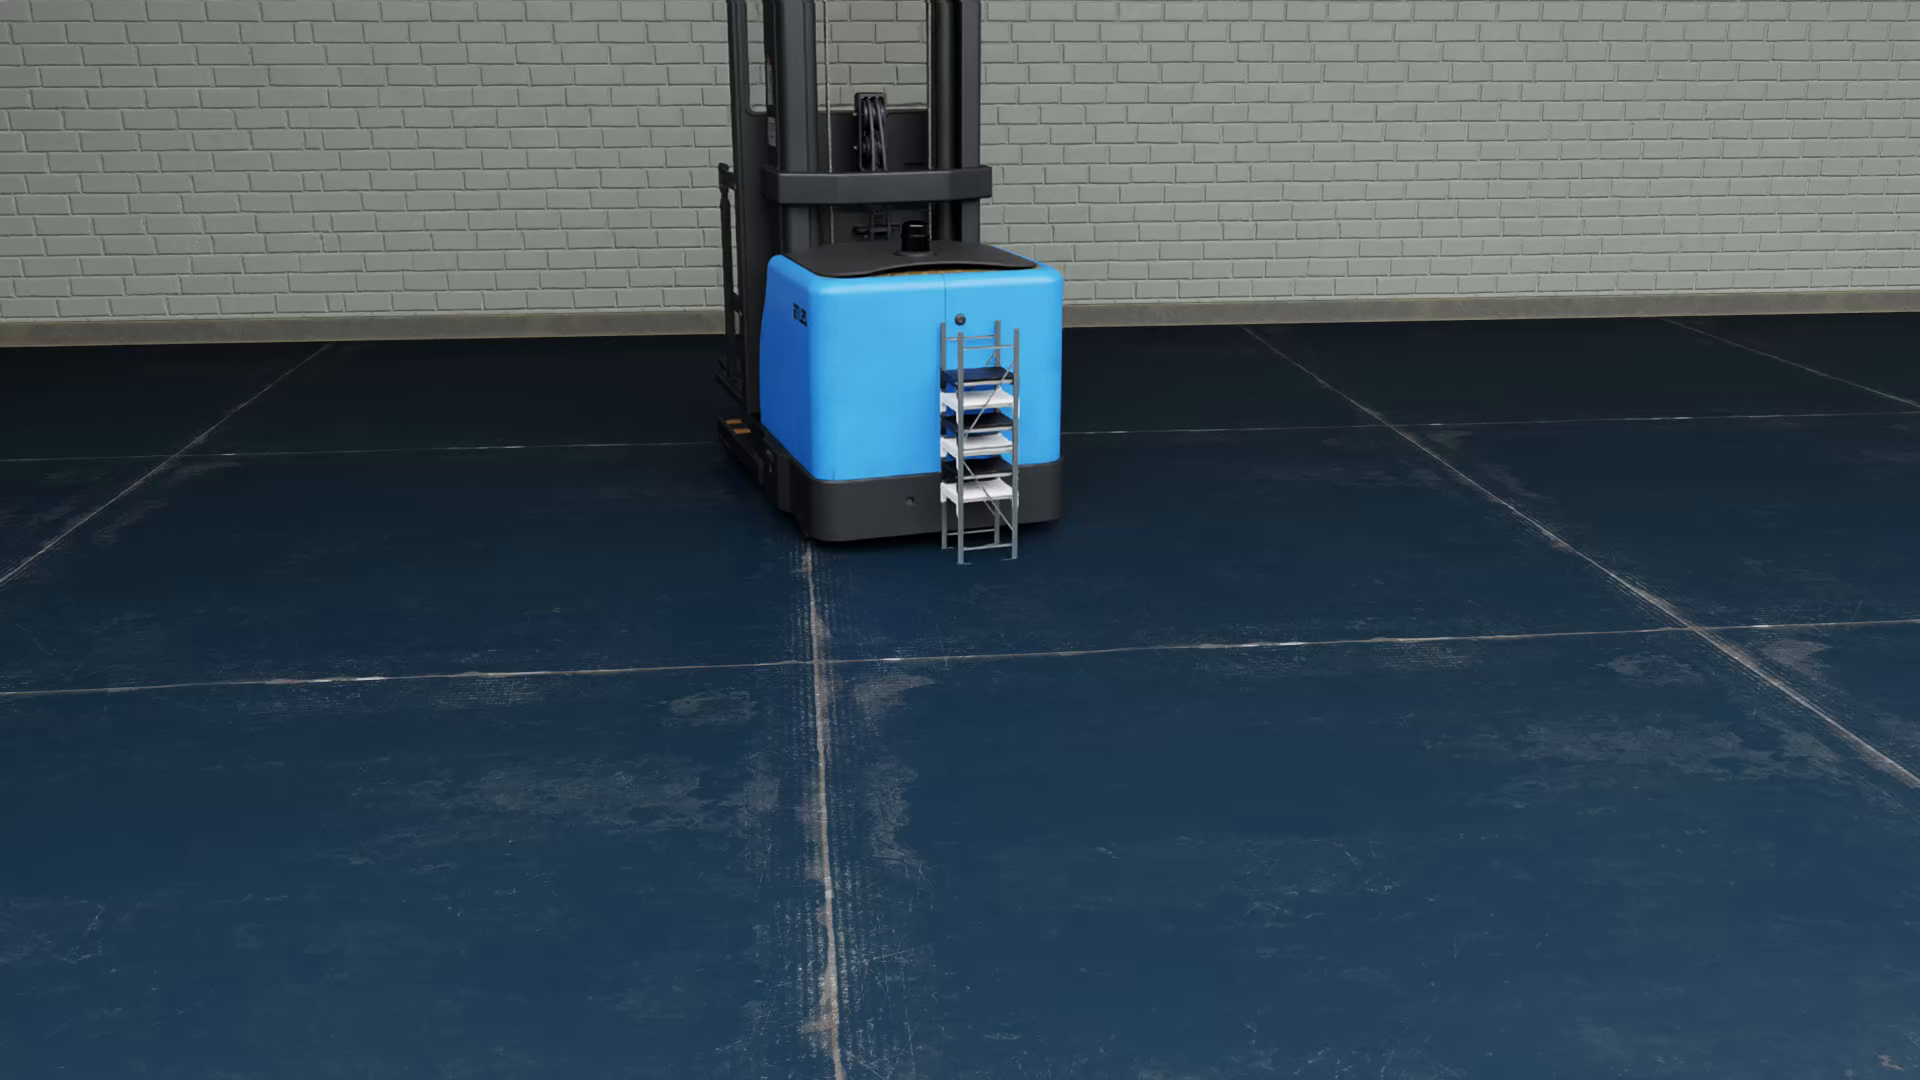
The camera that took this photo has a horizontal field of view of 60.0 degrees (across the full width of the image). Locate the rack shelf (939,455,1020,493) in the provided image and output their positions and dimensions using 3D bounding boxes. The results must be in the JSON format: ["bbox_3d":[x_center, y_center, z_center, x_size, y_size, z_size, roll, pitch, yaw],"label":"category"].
[{"bbox_3d":[0.074,-0.255,6.399,0.258,0.077,0.200,-6,18,-18],"label":"rack shelf"}]

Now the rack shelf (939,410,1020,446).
[{"bbox_3d":[0.074,-0.427,6.345,0.258,0.077,0.200,-6,18,-18],"label":"rack shelf"}]

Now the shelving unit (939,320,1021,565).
[{"bbox_3d":[0.074,-0.373,6.362,0.258,0.900,0.210,-6,18,-18],"label":"shelving unit"}]

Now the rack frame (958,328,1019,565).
[{"bbox_3d":[0.106,-0.344,6.270,0.240,0.900,0.006,-6,18,-18],"label":"rack frame"}]

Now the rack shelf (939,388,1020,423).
[{"bbox_3d":[0.074,-0.513,6.318,0.258,0.077,0.200,-6,18,-18],"label":"rack shelf"}]

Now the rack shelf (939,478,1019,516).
[{"bbox_3d":[0.074,-0.169,6.426,0.258,0.077,0.200,-6,18,-18],"label":"rack shelf"}]

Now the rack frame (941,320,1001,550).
[{"bbox_3d":[0.042,-0.402,6.454,0.240,0.900,0.006,-6,18,-18],"label":"rack frame"}]

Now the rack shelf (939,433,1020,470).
[{"bbox_3d":[0.074,-0.341,6.372,0.258,0.077,0.200,-6,18,-18],"label":"rack shelf"}]

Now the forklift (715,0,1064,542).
[{"bbox_3d":[-0.530,-1.794,7.498,1.130,2.935,3.031,-6,18,-18],"label":"forklift"}]

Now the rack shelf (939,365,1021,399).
[{"bbox_3d":[0.074,-0.599,6.291,0.258,0.077,0.200,-6,18,-18],"label":"rack shelf"}]
